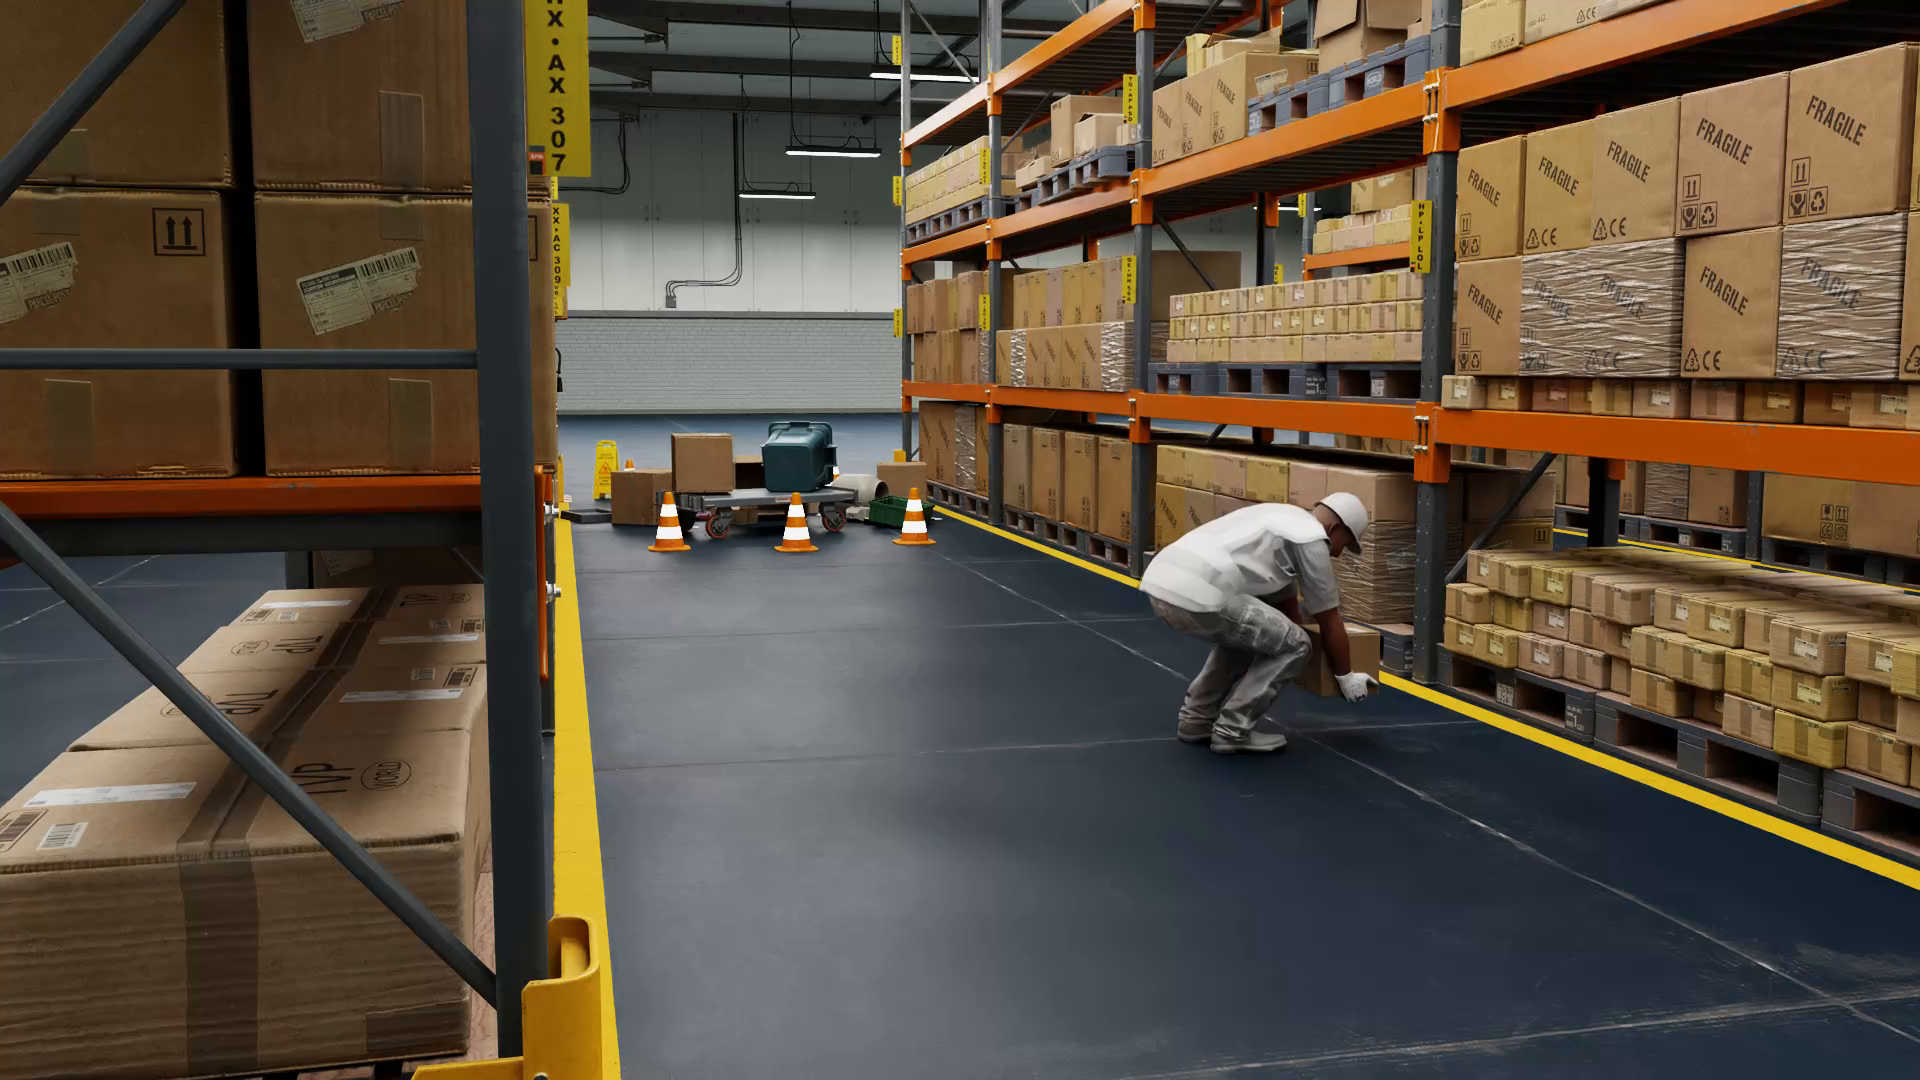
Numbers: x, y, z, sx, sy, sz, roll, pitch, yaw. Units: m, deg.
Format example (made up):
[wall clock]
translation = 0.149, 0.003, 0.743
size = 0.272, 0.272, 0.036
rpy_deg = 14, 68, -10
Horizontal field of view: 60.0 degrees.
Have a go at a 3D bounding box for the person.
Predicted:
[person]
translation = 1.176, 0.316, 6.587
size = 0.946, 0.995, 0.543
rpy_deg = -2, 6, -16
